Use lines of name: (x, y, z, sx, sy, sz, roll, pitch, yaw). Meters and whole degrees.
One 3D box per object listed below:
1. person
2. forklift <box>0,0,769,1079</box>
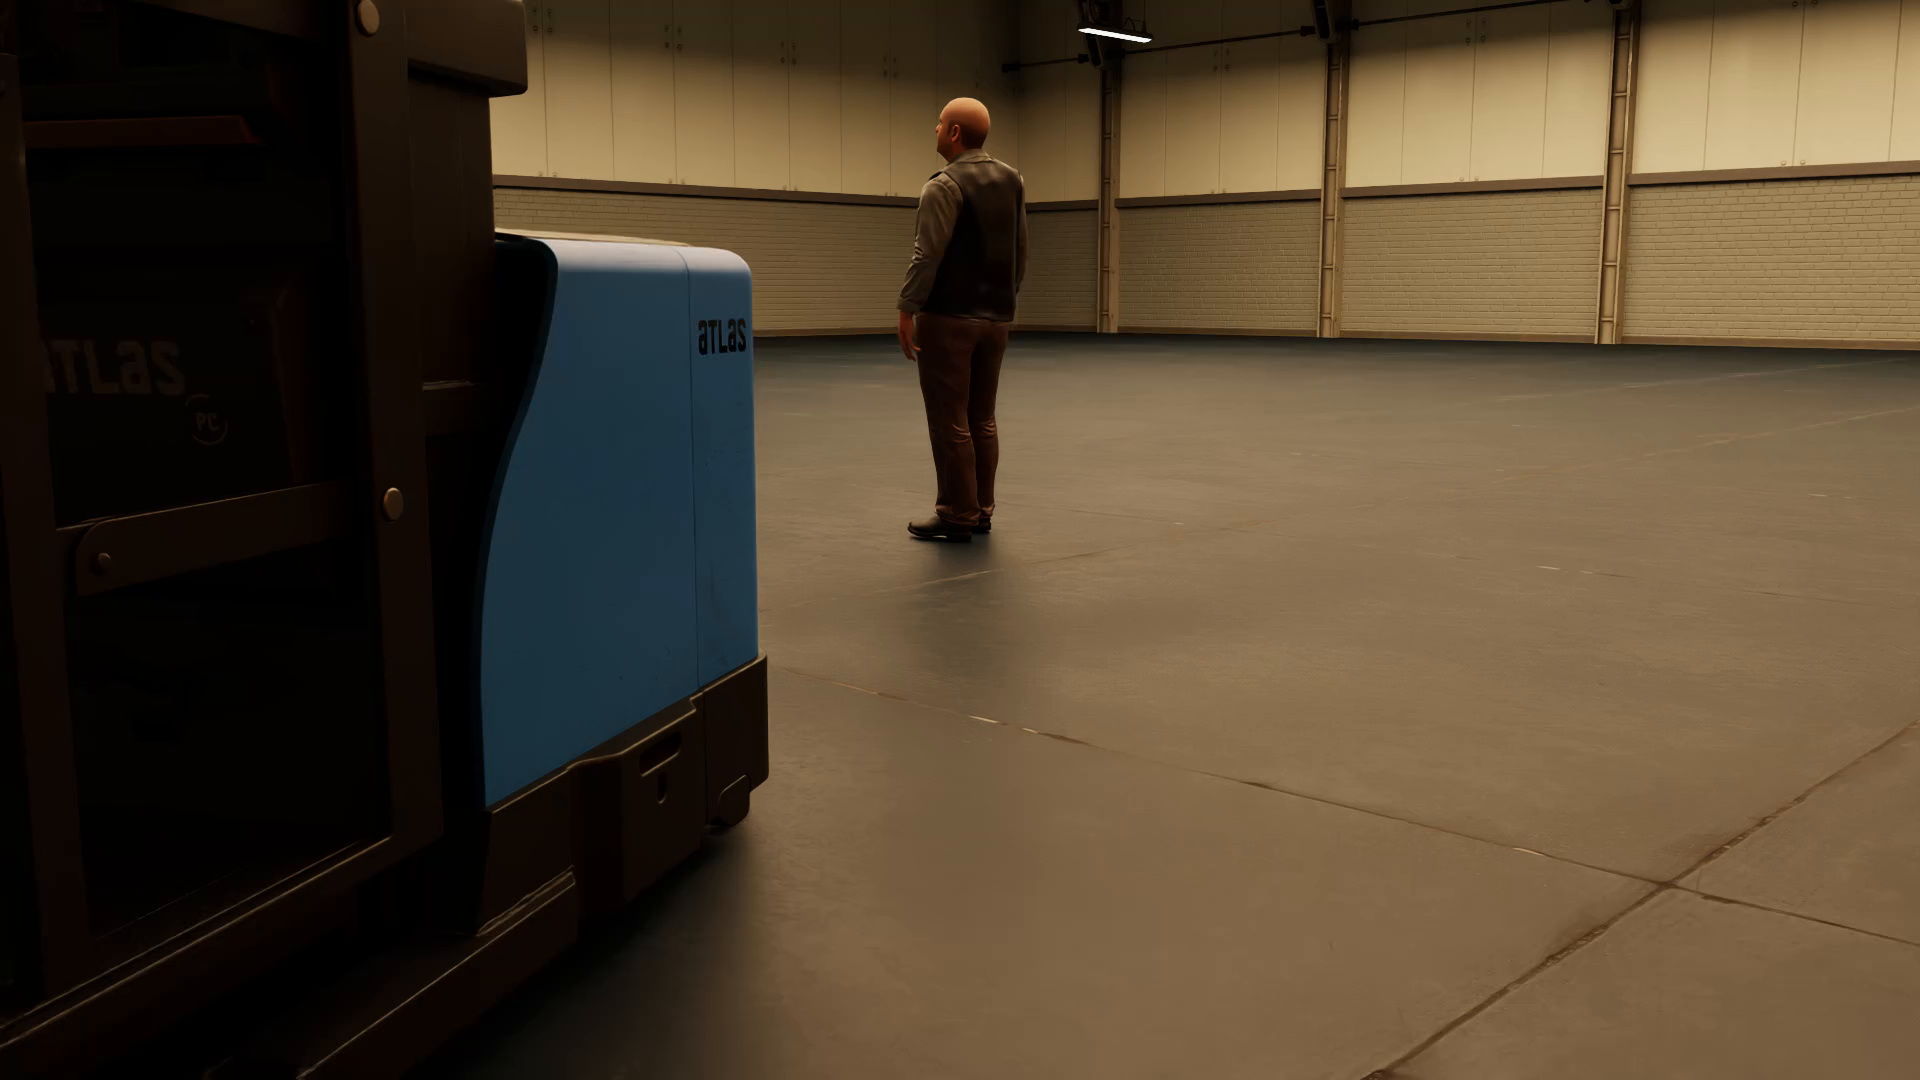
person: (-0.040, -0.866, 6.636, 0.566, 1.722, 0.633, 8, 12, 43)
forklift: (-1.248, -0.736, 1.759, 1.130, 2.935, 3.031, 2, 9, 15)
